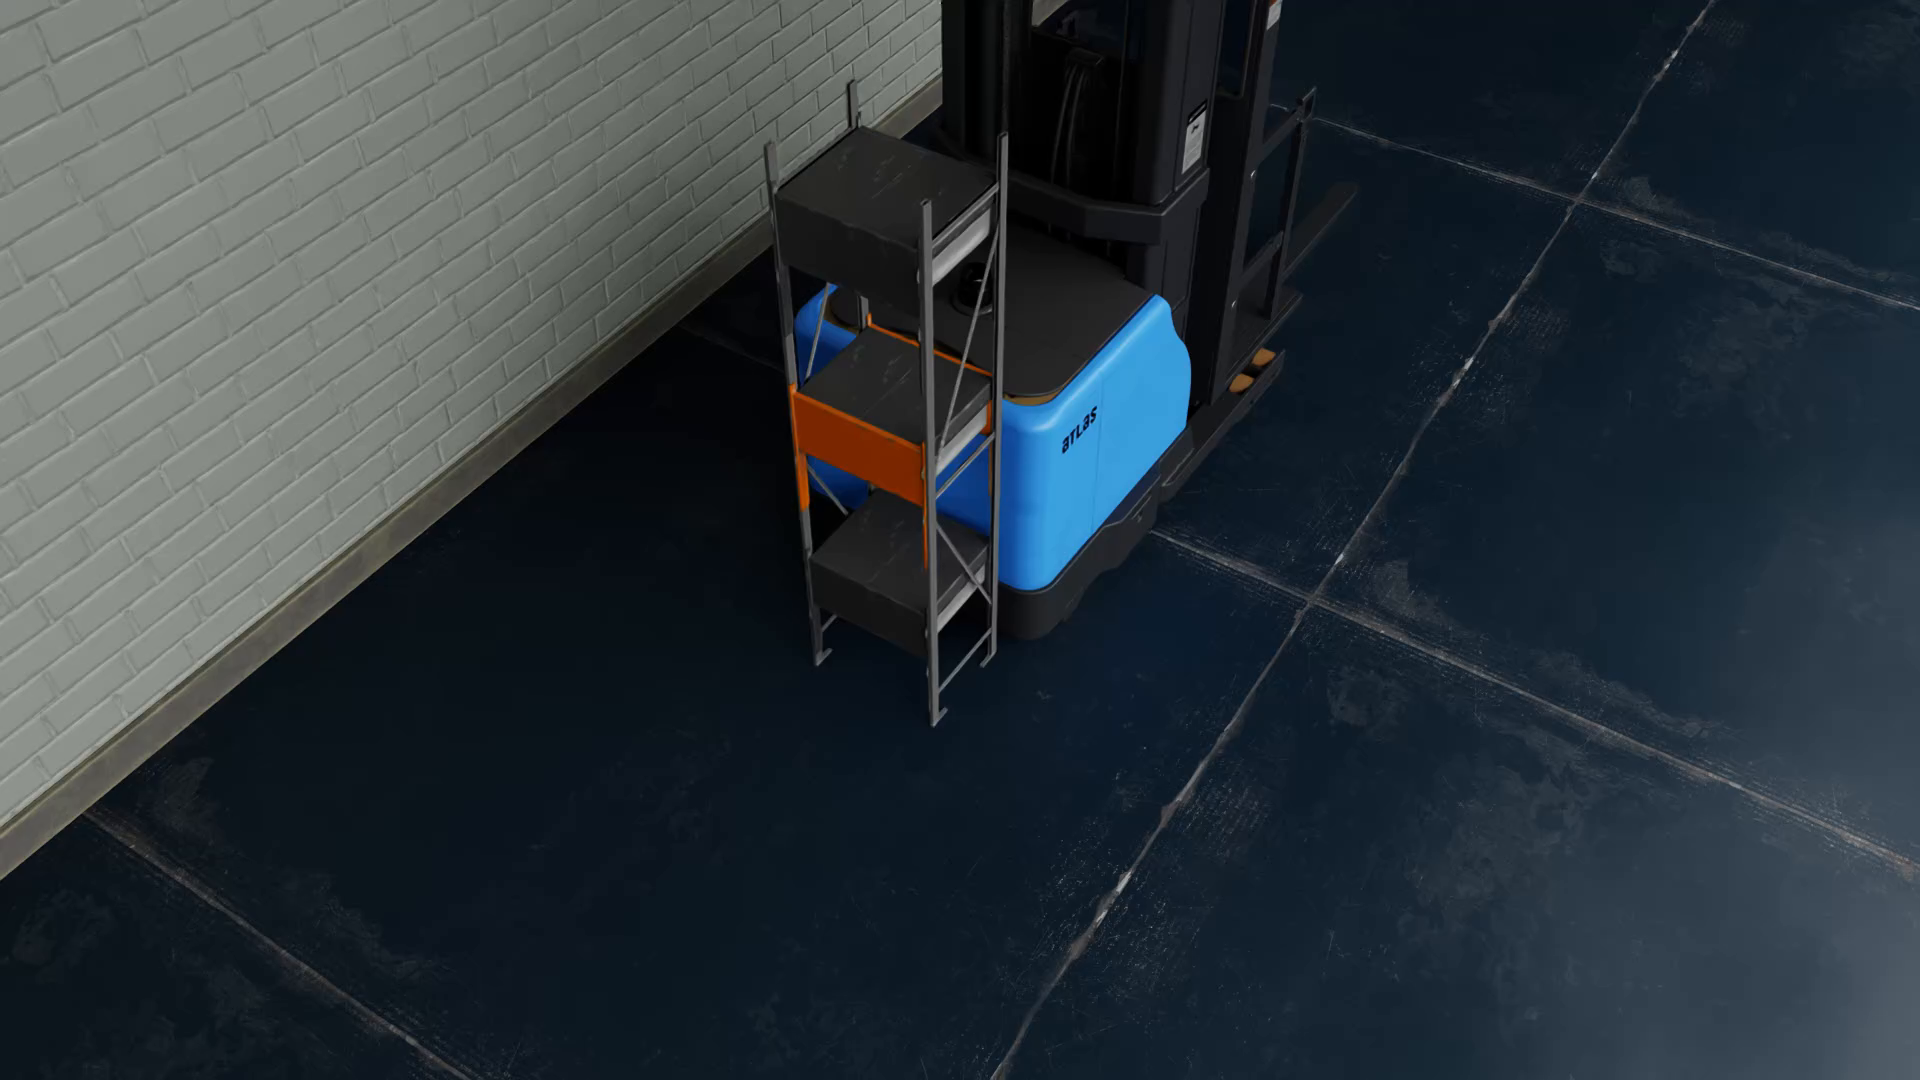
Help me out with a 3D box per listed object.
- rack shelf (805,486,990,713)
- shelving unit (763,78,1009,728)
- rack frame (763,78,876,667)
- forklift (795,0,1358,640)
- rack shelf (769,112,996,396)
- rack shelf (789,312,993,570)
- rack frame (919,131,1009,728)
[{"bbox_3d":[-0.192,0.183,5.603,0.480,0.518,0.431,25,51,22],"label":"rack shelf"},{"bbox_3d":[-0.192,-0.314,5.091,0.503,2.100,0.431,25,51,22],"label":"shelving unit"},{"bbox_3d":[-0.396,-0.410,5.184,0.015,2.100,0.400,25,51,22],"label":"rack frame"},{"bbox_3d":[0.674,-1.703,5.861,1.130,2.935,3.031,26,51,23],"label":"forklift"},{"bbox_3d":[-0.192,-0.793,4.599,0.480,0.518,0.431,25,51,22],"label":"rack shelf"},{"bbox_3d":[-0.192,-0.305,5.101,0.480,0.518,0.431,25,51,22],"label":"rack shelf"},{"bbox_3d":[0.013,-0.219,4.999,0.015,2.100,0.400,25,51,22],"label":"rack frame"}]
